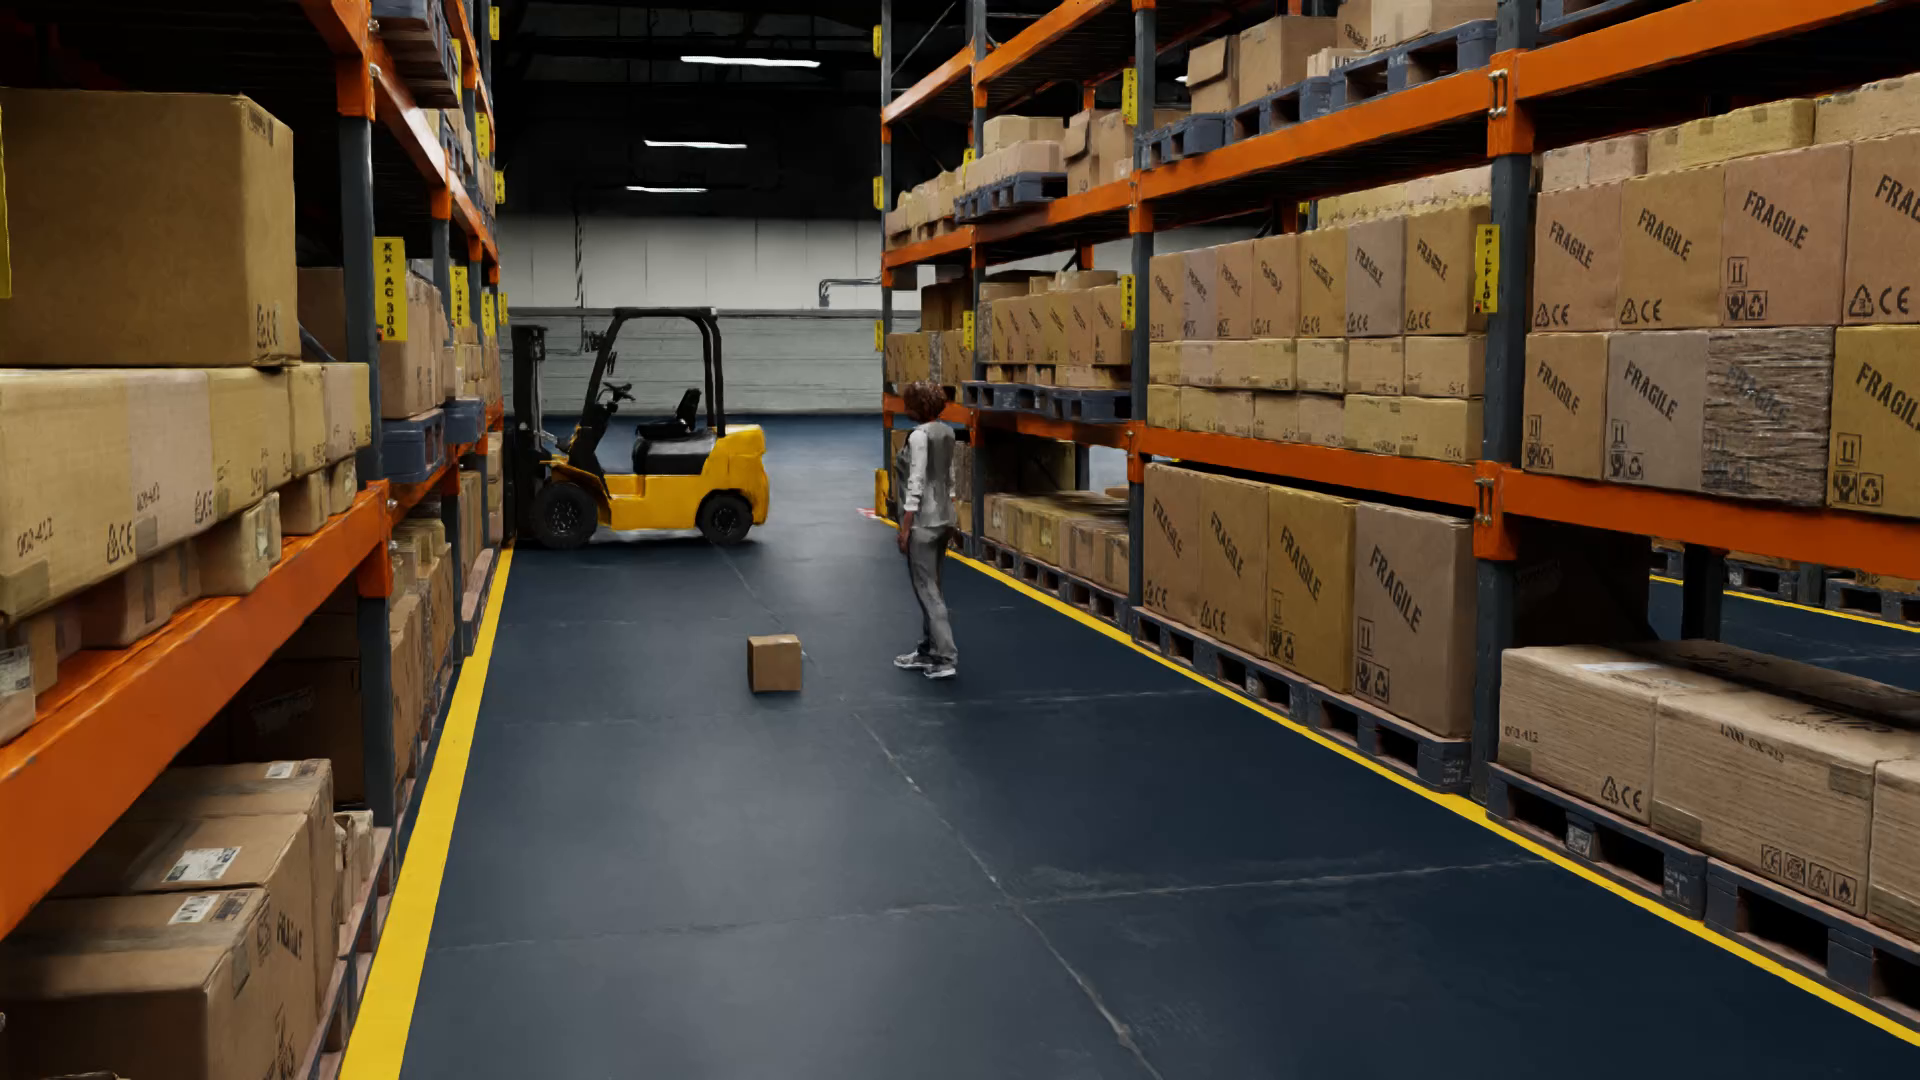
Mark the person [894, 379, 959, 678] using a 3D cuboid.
[{"bbox_3d":[-0.198,-0.061,8.947,0.500,1.607,0.430,3,7,26],"label":"person"}]
